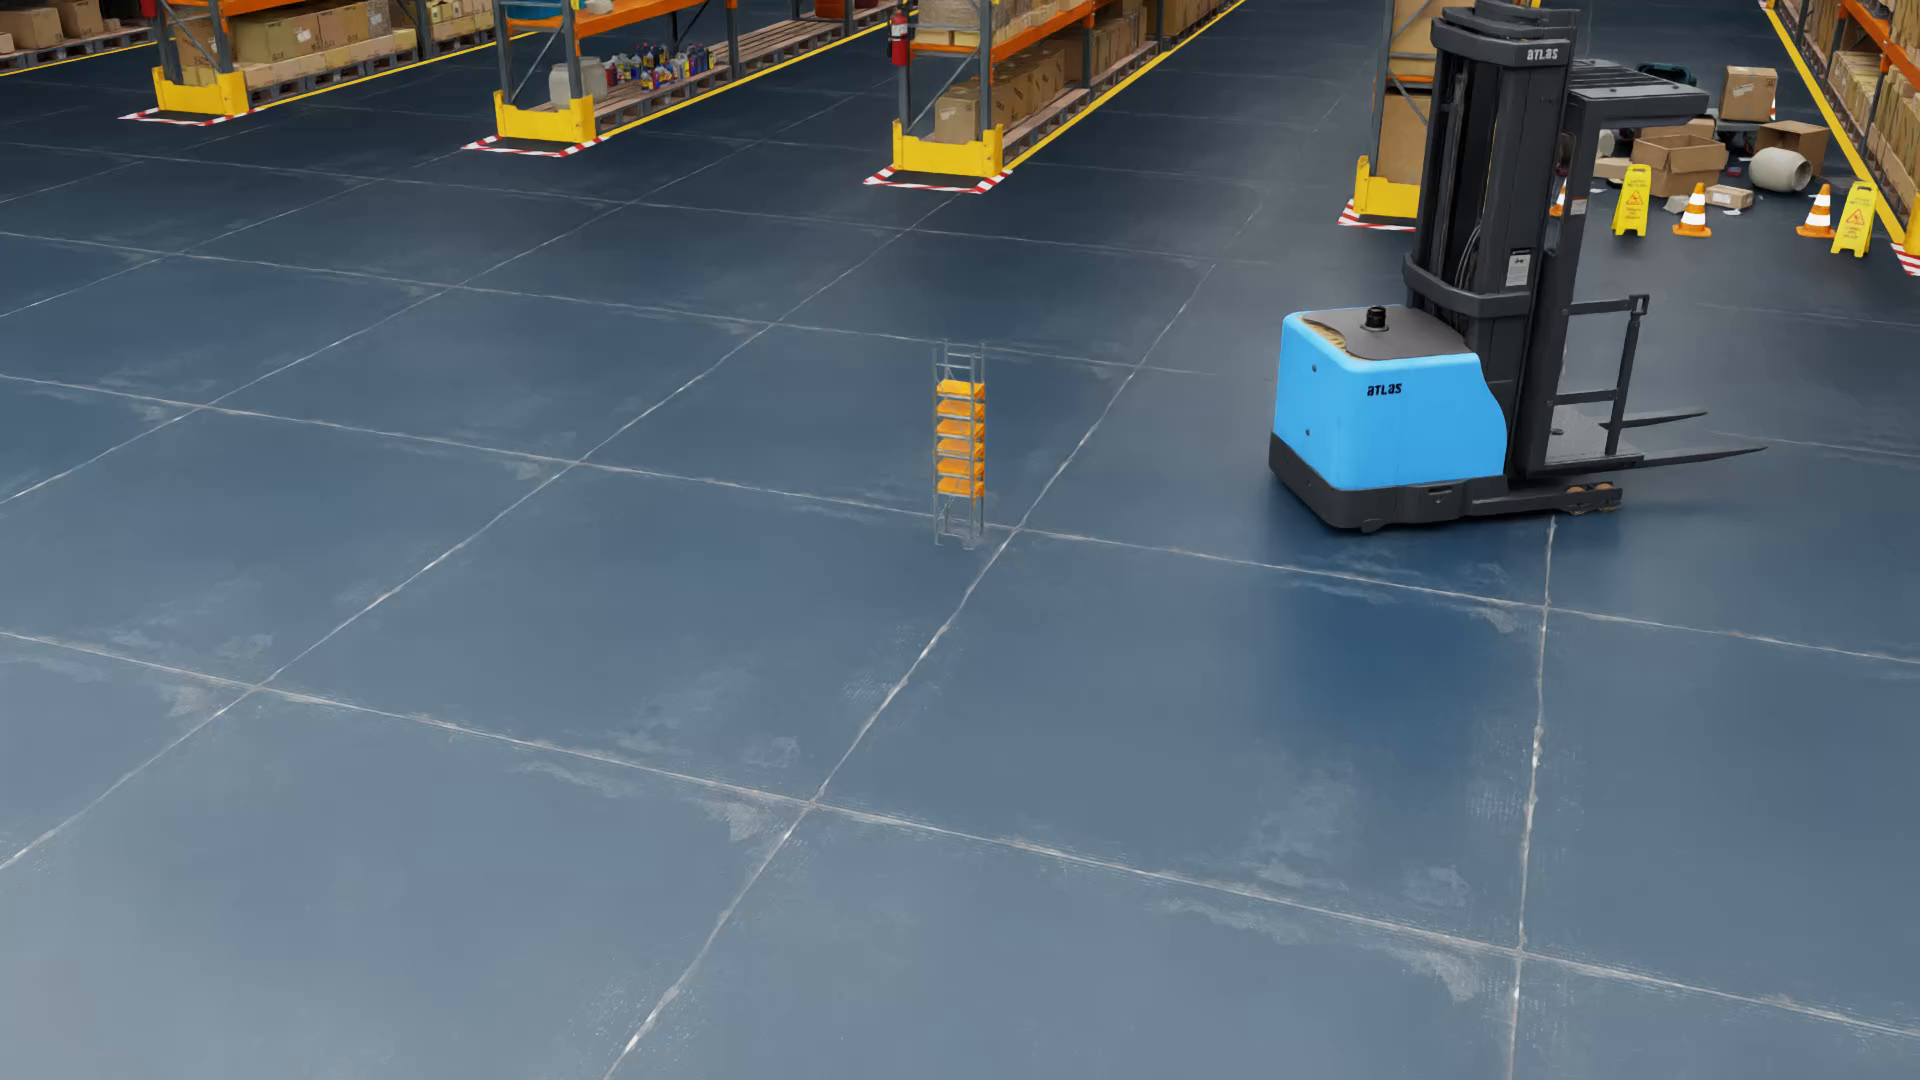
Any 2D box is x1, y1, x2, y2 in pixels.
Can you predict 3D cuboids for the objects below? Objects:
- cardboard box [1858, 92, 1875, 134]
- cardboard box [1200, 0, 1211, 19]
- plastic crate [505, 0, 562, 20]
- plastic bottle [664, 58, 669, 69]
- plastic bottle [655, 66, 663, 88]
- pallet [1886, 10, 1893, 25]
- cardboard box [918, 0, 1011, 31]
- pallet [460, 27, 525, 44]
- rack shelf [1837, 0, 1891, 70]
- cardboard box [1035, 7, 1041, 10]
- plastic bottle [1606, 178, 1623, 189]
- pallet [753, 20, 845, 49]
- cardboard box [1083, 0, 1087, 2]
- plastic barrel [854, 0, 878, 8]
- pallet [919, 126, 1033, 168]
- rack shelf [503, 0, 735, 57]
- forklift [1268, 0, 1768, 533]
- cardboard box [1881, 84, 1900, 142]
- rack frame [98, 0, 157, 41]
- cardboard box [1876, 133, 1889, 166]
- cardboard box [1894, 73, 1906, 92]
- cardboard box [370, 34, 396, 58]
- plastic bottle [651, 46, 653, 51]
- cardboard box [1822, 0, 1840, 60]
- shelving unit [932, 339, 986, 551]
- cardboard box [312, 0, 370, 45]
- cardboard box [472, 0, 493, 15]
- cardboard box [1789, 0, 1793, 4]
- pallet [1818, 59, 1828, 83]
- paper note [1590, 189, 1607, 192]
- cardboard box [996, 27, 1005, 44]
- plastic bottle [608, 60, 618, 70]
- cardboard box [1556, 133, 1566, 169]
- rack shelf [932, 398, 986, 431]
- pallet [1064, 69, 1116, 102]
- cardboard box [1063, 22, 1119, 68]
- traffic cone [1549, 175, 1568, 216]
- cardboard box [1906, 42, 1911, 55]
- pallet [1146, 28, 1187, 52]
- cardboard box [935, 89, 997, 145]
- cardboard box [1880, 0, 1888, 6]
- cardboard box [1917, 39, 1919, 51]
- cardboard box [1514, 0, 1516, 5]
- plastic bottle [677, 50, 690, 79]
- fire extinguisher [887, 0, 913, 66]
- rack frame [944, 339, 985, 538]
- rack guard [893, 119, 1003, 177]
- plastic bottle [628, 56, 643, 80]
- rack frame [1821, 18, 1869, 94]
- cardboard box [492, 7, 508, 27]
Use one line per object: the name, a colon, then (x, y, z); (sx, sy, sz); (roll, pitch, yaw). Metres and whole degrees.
cardboard box: (10.689, -4.762, 18.677); (0.950, 0.372, 0.625); (9, 27, 18)
cardboard box: (3.343, -8.864, 26.572); (1.225, 0.875, 0.875); (8, 27, 16)
plastic crate: (-4.946, -6.234, 19.353); (0.499, 0.251, 0.616); (9, 27, 17)
plastic bottle: (-3.772, -6.102, 21.522); (0.061, 0.283, 0.133); (9, 27, 17)
plastic bottle: (-3.819, -5.862, 21.042); (0.097, 0.271, 0.097); (0, 26, 0)
pallet: (10.908, -5.747, 18.397); (1.003, 0.211, 1.213); (9, 27, 17)
cardboard box: (0.049, -5.734, 17.695); (0.875, 0.500, 0.500); (9, 27, 17)
pallet: (-7.556, -7.972, 25.972); (1.003, 0.211, 1.213); (9, 27, 17)
rack shelf: (11.182, -6.038, 19.604); (1.077, 0.370, 4.000); (9, 27, 17)
cardboard box: (0.709, -6.027, 19.044); (0.380, 0.149, 0.250); (9, 27, 17)
plastic bottle: (6.850, -3.734, 17.391); (0.133, 0.061, 0.283); (0, 26, -1)
pallet: (-2.463, -7.771, 25.558); (1.003, 0.211, 1.213); (9, 27, 17)
cardboard box: (1.377, -6.733, 20.502); (0.380, 0.149, 0.250); (9, 27, 17)
plastic barrel: (-1.646, -9.110, 27.409); (0.600, 0.588, 0.708); (9, 27, 17)
pallet: (0.169, -4.438, 18.674); (1.003, 0.211, 1.213); (9, 27, 17)
rack shelf: (-4.165, -6.550, 20.661); (1.077, 0.370, 4.000); (9, 27, 17)
forklift: (3.530, -1.690, 9.877); (3.031, 2.935, 1.130); (-6, 26, -12)
cardboard box: (9.899, -4.404, 17.216); (0.500, 0.500, 0.500); (10, 28, 20)
rack frame: (-12.842, -9.132, 25.169); (1.000, 3.000, 0.127); (9, 27, 17)
cardboard box: (9.899, -4.067, 17.381); (0.500, 0.250, 0.500); (10, 28, 20)
cardboard box: (9.798, -4.663, 17.008); (0.380, 0.149, 0.250); (10, 28, 19)
cardboard box: (-8.293, -6.940, 23.316); (0.500, 0.250, 0.500); (9, 27, 17)
plastic bottle: (-4.101, -6.463, 22.278); (0.152, 0.276, 0.135); (10, 27, 19)
cardboard box: (12.457, -7.054, 22.834); (0.875, 0.875, 0.875); (9, 27, 18)
shelving unit: (-0.005, -0.534, 9.476); (0.258, 1.200, 0.189); (9, 27, 17)
cardboard box: (-8.458, -7.072, 22.727); (0.500, 0.500, 0.500); (9, 27, 17)
cardboard box: (-7.454, -8.171, 25.213); (0.500, 0.311, 0.500); (8, 27, 16)
cardboard box: (14.384, -9.221, 27.812); (0.875, 0.438, 0.875); (8, 27, 16)
pallet: (12.181, -6.242, 22.399); (1.003, 0.211, 1.213); (9, 27, 17)
paper note: (6.593, -3.616, 17.186); (0.144, 0.017, 0.142); (20, 32, 35)
cardboard box: (0.261, -5.403, 17.755); (0.380, 0.149, 0.250); (9, 27, 17)
plastic bottle: (-4.477, -5.999, 21.318); (0.152, 0.276, 0.135); (8, 27, 16)
cardboard box: (6.266, -4.306, 18.066); (0.500, 0.500, 0.500); (14, 29, 26)
rack shelf: (-0.005, -0.710, 9.391); (0.258, 0.103, 0.180); (9, 27, 17)
pallet: (1.429, -6.042, 21.987); (1.003, 0.211, 1.213); (9, 27, 17)
cardboard box: (1.758, -6.722, 22.556); (0.700, 0.500, 0.500); (6, 27, 13)
traffic cone: (6.000, -3.443, 16.330); (0.336, 0.463, 0.334); (9, 27, 17)
cardboard box: (9.899, -5.022, 16.969); (0.380, 0.149, 0.250); (10, 27, 19)
pallet: (2.836, -7.679, 25.367); (1.003, 0.211, 1.213); (9, 27, 17)
cardboard box: (0.064, -4.651, 18.301); (0.500, 0.500, 0.500); (14, 29, 27)
cardboard box: (10.584, -6.084, 18.681); (0.380, 0.149, 0.250); (8, 27, 17)
cardboard box: (9.633, -4.954, 16.083); (0.500, 0.500, 0.500); (9, 27, 18)
cardboard box: (6.411, -6.646, 19.920); (0.500, 0.500, 0.500); (9, 27, 18)
plastic bottle: (-3.613, -6.183, 21.613); (0.144, 0.351, 0.185); (9, 27, 17)
fire extinguisher: (-0.632, -5.318, 17.381); (0.296, 0.674, 0.183); (9, 27, 17)
rack frame: (0.026, -0.572, 9.554); (0.240, 1.200, 0.006); (9, 27, 17)
rack guard: (-0.134, -4.239, 17.932); (1.175, 0.500, 0.348); (9, 27, 17)
plastic bottle: (-4.215, -6.132, 21.594); (0.152, 0.276, 0.135); (9, 27, 17)
rack frame: (11.848, -7.184, 21.145); (1.000, 3.000, 0.127); (9, 27, 17)
cardboard box: (-7.290, -8.128, 25.770); (0.500, 0.250, 0.500); (9, 27, 18)
